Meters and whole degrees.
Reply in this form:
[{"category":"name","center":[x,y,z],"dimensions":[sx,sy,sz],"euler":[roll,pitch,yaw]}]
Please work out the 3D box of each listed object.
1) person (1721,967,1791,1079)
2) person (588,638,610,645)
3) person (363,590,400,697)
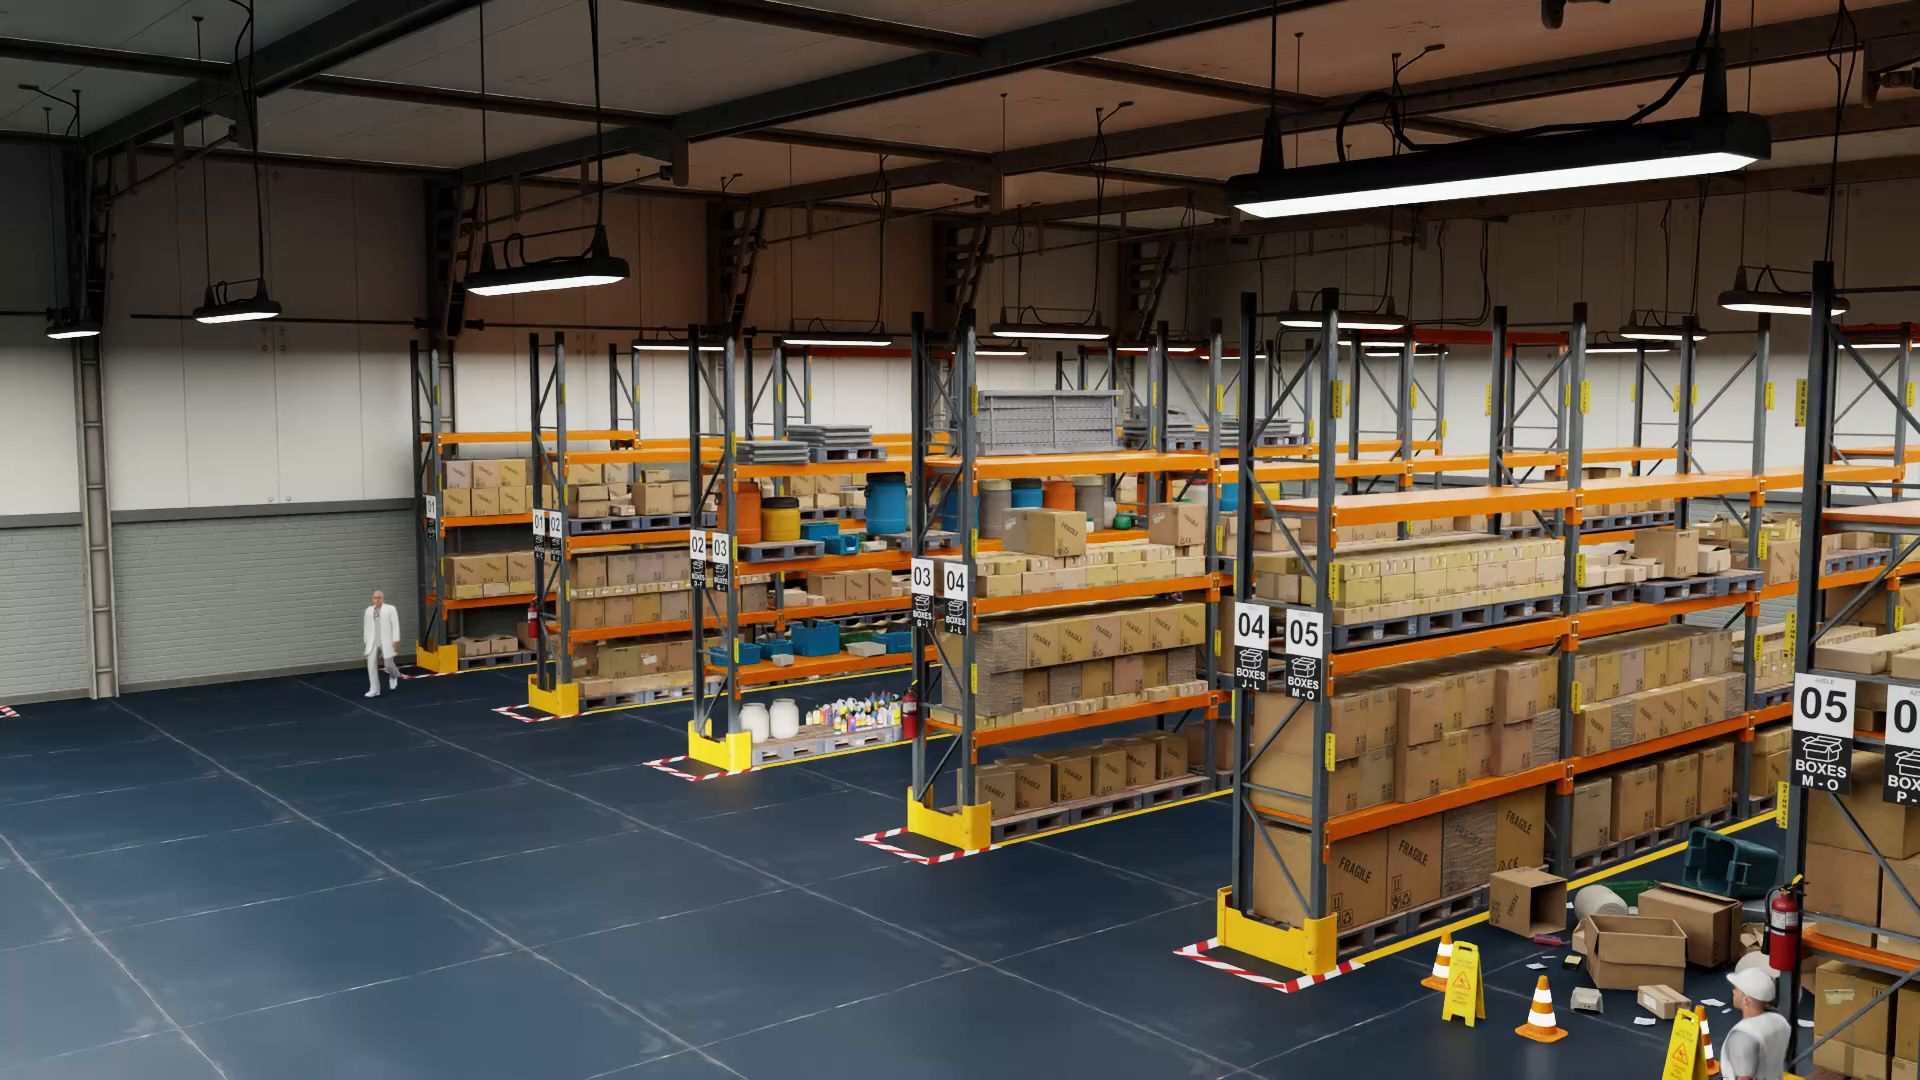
[{"category":"person","center":[4.687,3.388,9.802],"dimensions":[0.533,1.748,1.075],"euler":[-4,7,-38]},{"category":"person","center":[-6.424,1.561,29.691],"dimensions":[0.555,1.659,1.053],"euler":[2,6,18]},{"category":"person","center":[-9.659,1.702,27.803],"dimensions":[0.628,1.743,0.934],"euler":[0,5,2]}]
